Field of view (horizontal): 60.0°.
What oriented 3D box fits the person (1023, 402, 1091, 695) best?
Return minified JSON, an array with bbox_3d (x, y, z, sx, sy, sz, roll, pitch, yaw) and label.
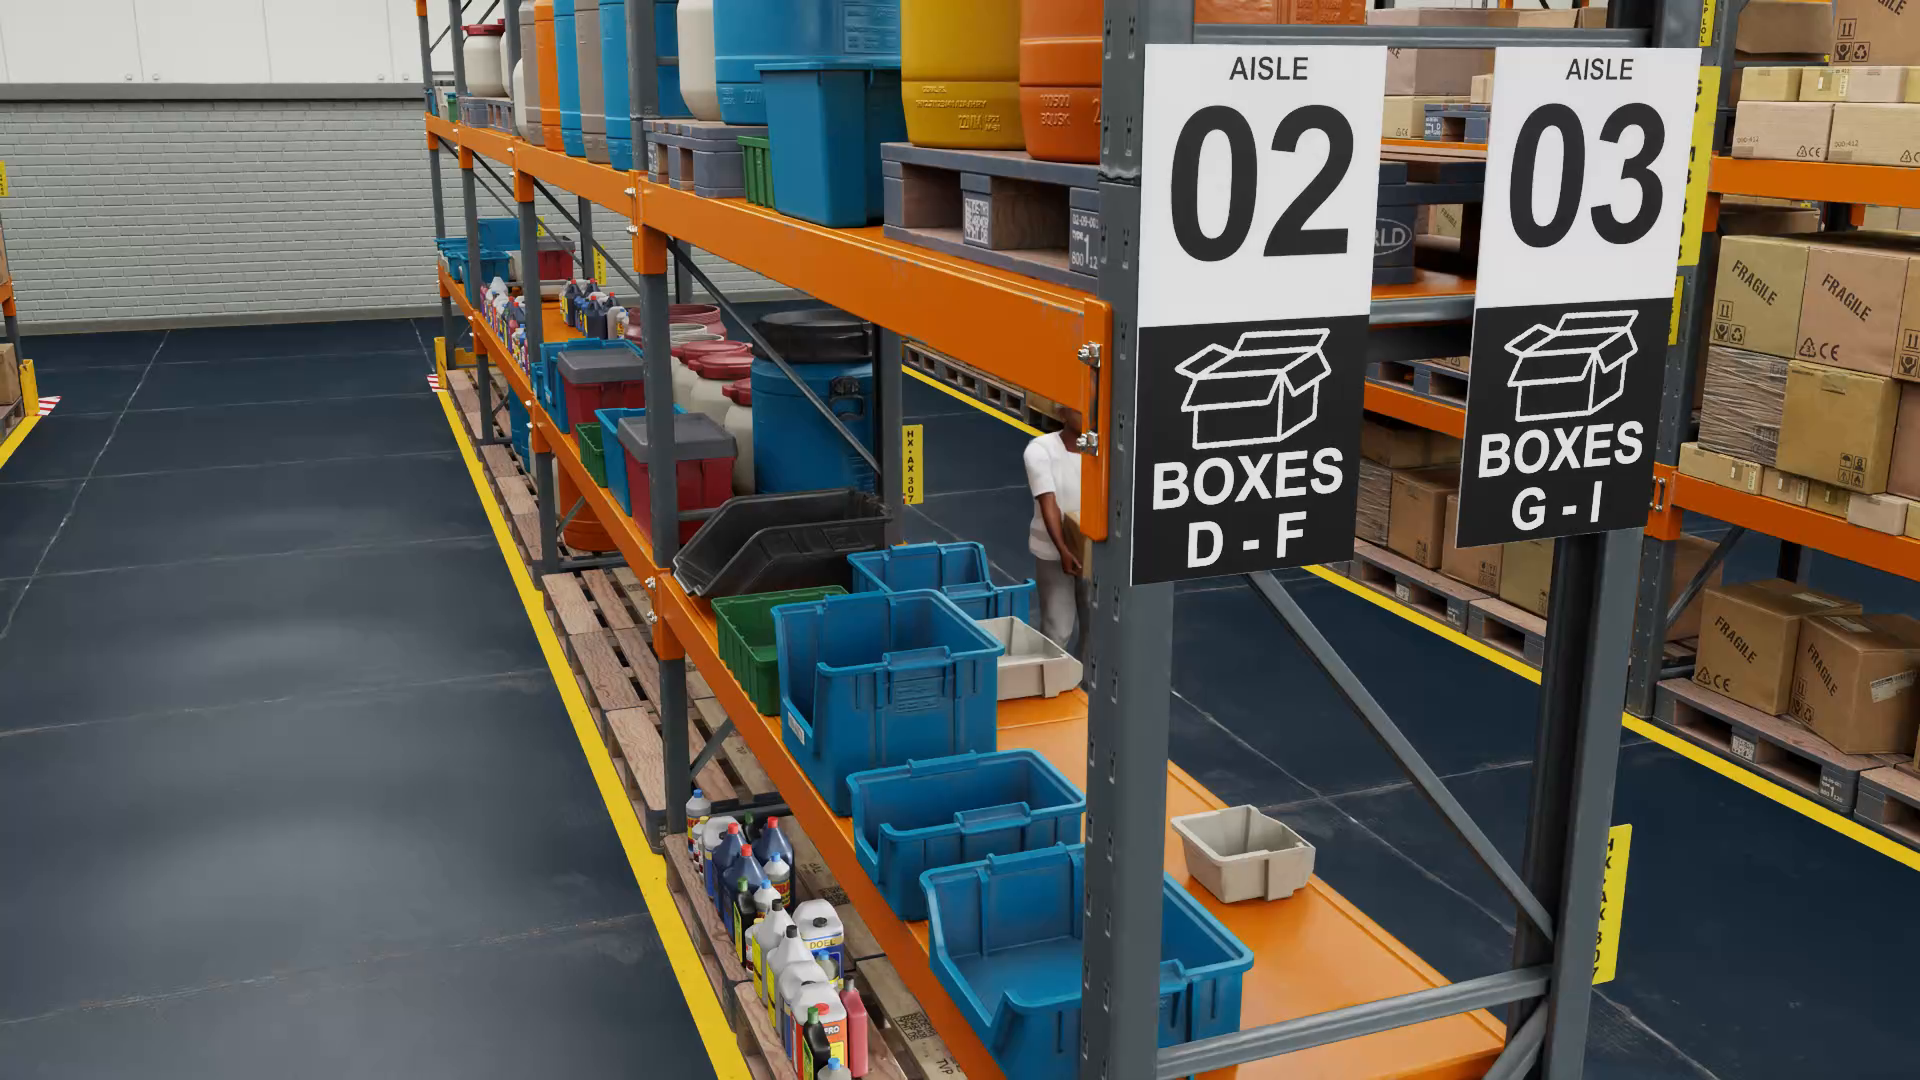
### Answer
[{"bbox_3d":[0.605,0.103,8.112,0.505,1.762,0.571,-6,16,-20],"label":"person"}]
